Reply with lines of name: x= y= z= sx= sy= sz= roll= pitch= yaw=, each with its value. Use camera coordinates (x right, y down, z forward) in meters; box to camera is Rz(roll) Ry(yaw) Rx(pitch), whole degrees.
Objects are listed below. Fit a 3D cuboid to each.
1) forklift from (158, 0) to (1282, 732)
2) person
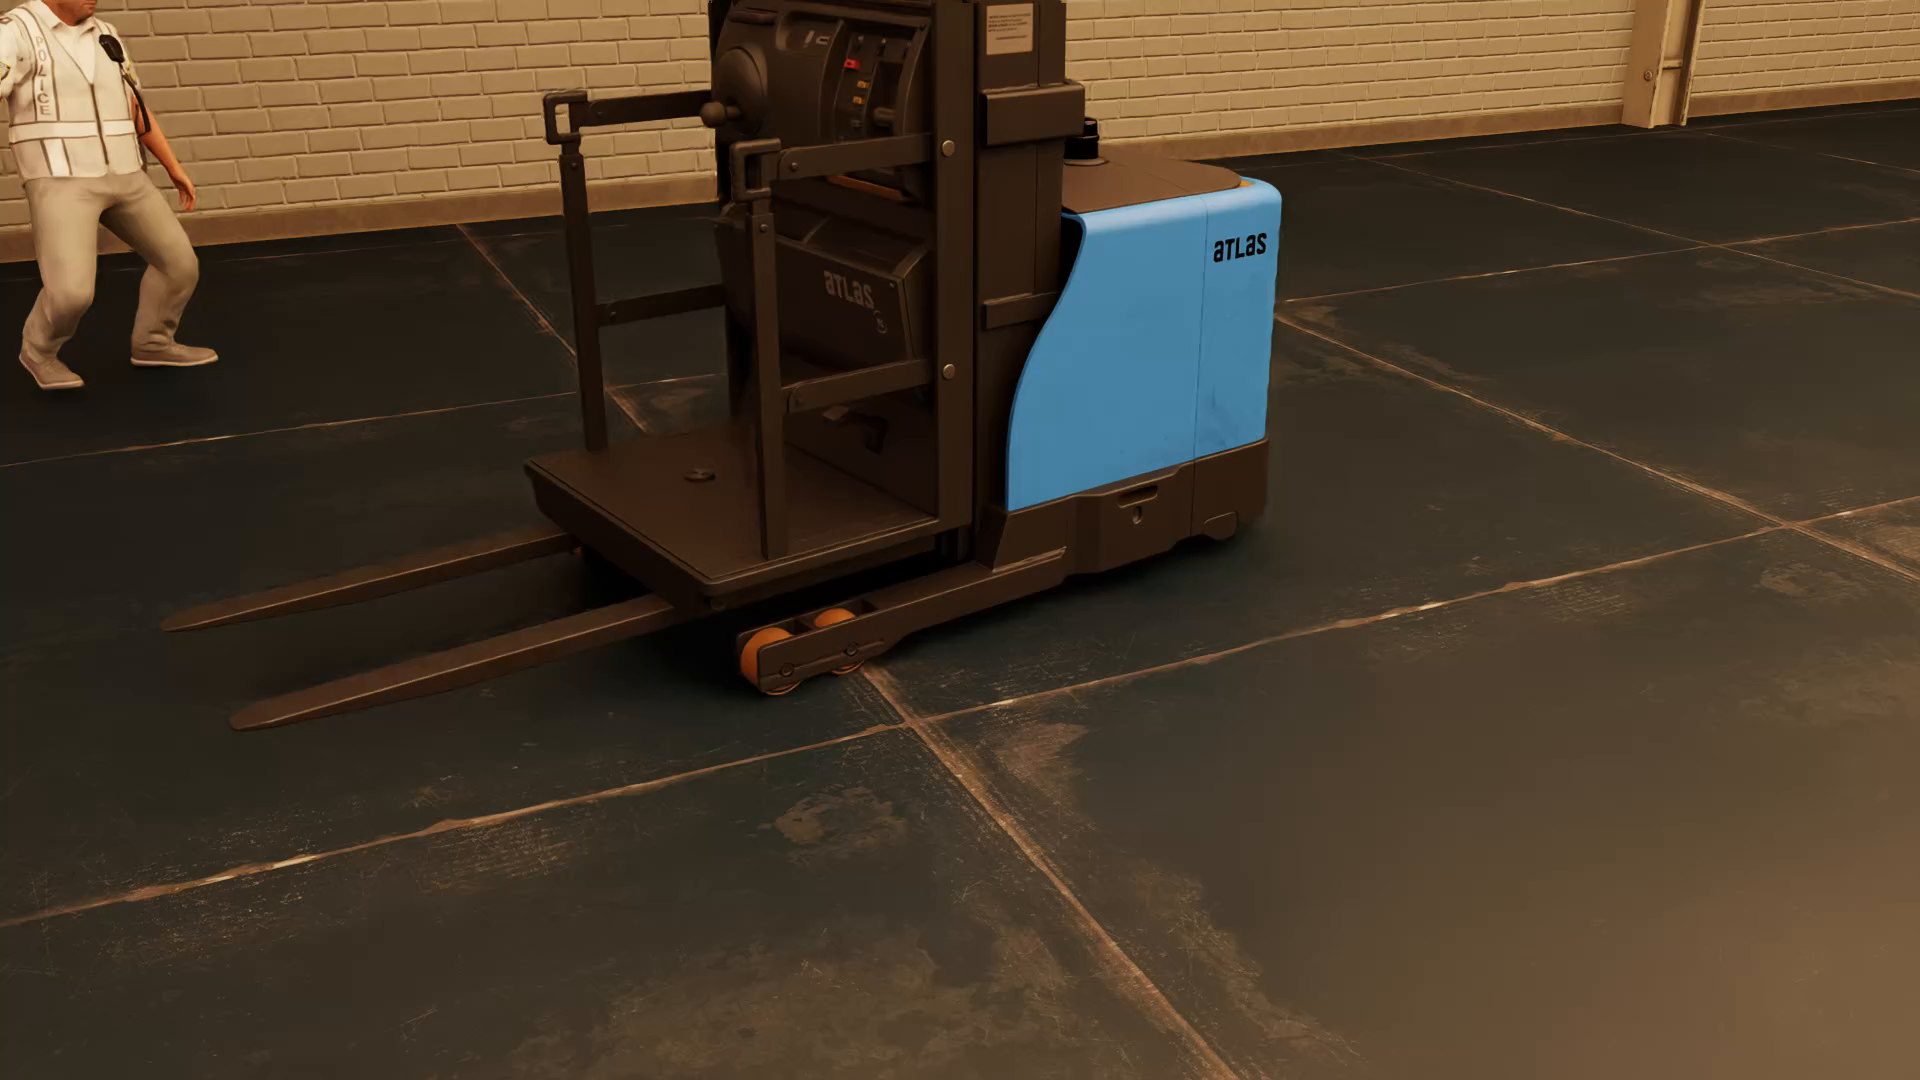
forklift: x=-0.540 y=-1.193 z=4.158 sx=3.031 sy=2.935 sz=1.130 roll=-16 pitch=27 yaw=-34
person: x=-3.352 y=-1.379 z=6.271 sx=0.507 sy=1.669 sz=0.902 roll=14 pitch=26 yaw=31
